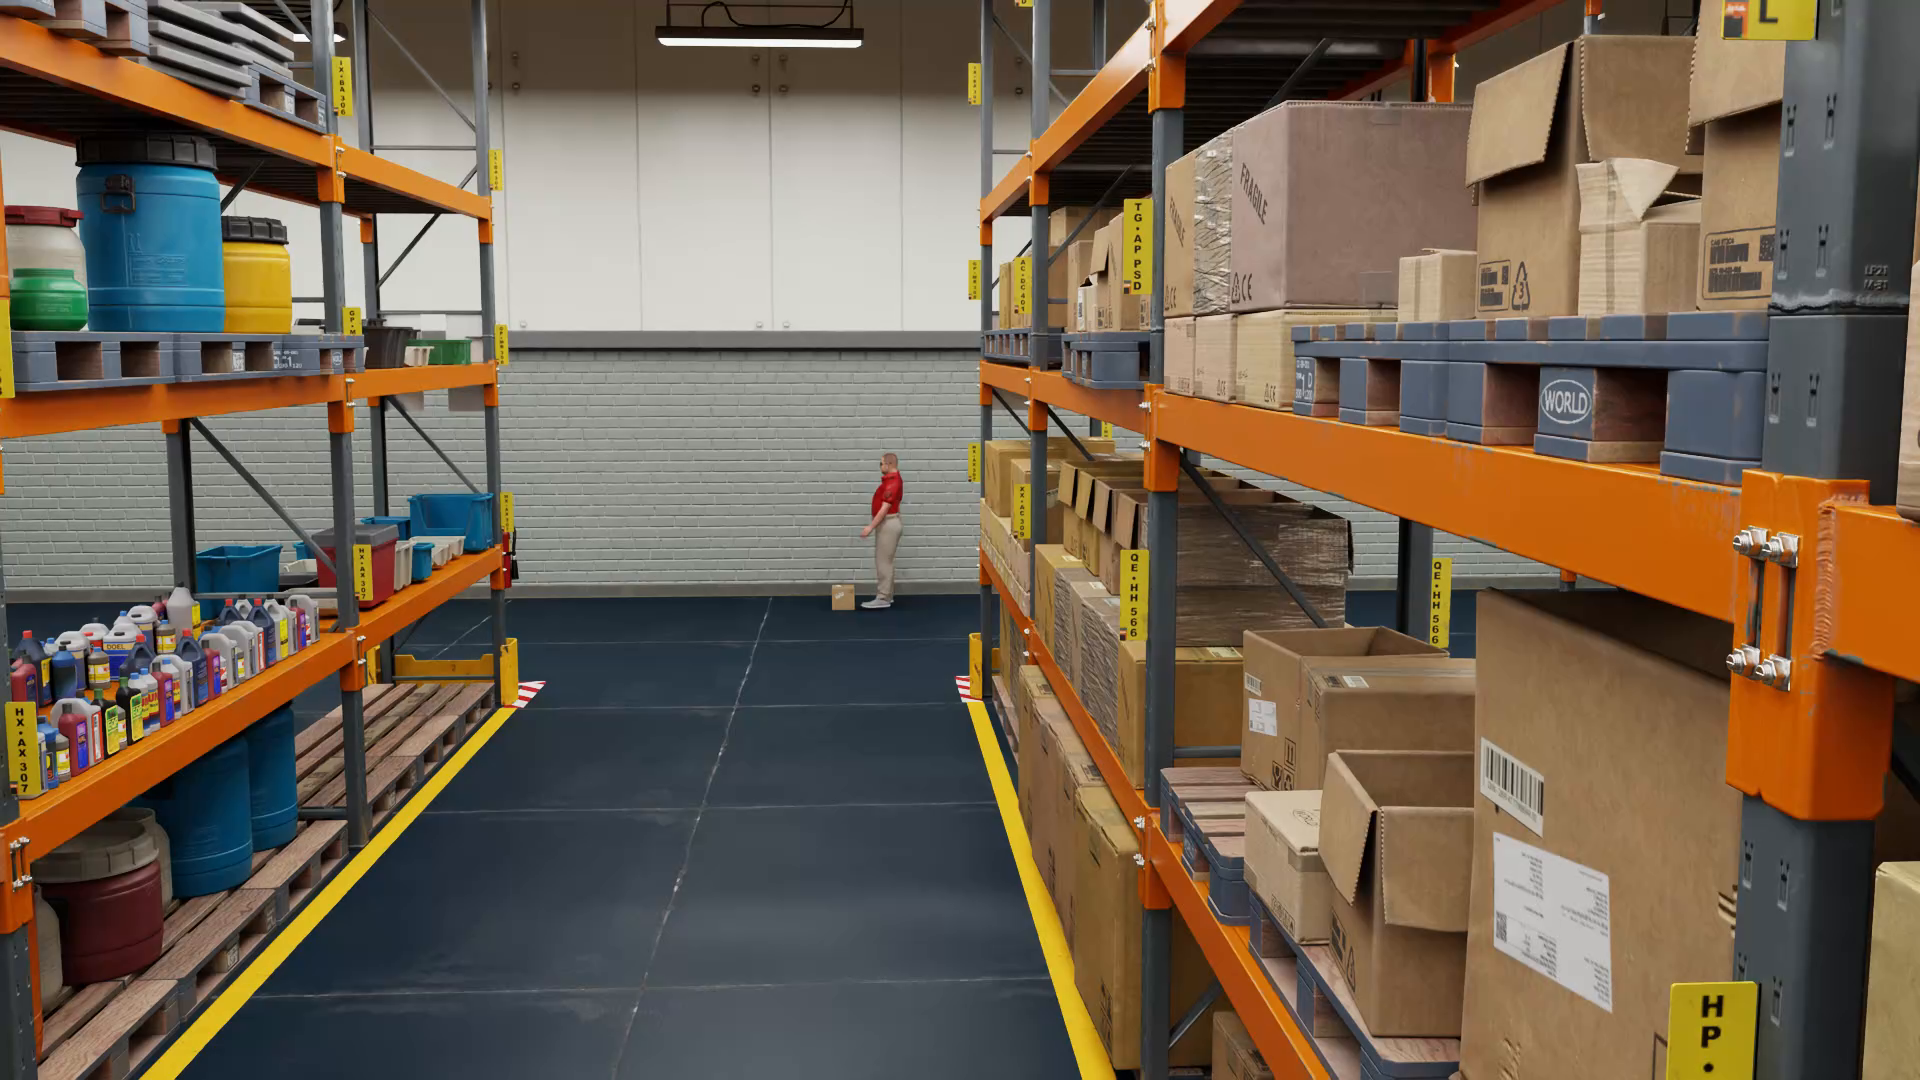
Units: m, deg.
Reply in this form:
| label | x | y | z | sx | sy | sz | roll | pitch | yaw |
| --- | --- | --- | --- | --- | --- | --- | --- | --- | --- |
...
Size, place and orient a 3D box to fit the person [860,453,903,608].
| label | x | y | z | sx | sy | sz | roll | pitch | yaw |
| --- | --- | --- | --- | --- | --- | --- | --- | --- | --- |
| person | -0.872 | -0.098 | 18.588 | 0.459 | 1.753 | 0.552 | 0 | 7 | 1 |
